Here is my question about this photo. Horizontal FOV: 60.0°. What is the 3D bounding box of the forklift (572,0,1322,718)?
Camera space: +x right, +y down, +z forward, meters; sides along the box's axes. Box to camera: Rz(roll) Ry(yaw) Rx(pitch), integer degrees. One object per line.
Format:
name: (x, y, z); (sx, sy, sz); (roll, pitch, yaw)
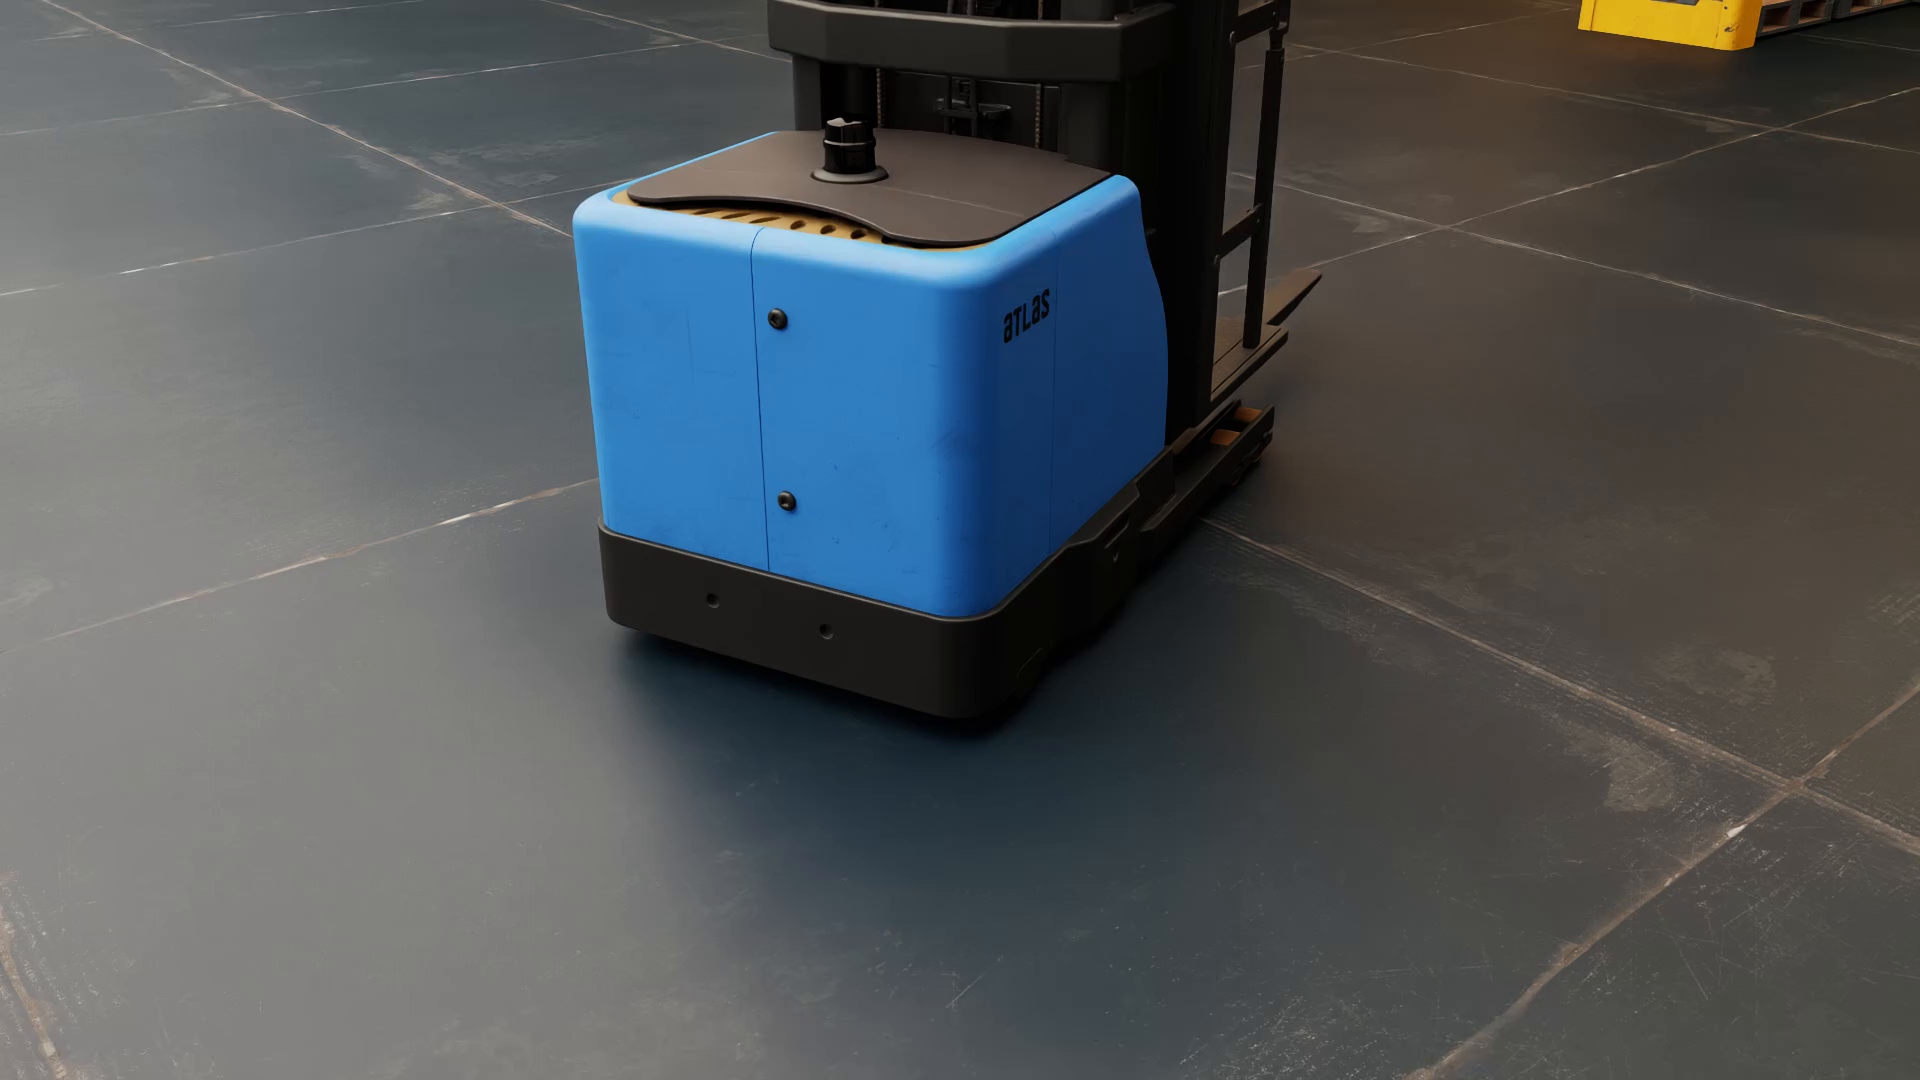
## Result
forklift: (0.285, -1.552, 4.331); (1.130, 2.935, 3.031); (13, 29, 25)
